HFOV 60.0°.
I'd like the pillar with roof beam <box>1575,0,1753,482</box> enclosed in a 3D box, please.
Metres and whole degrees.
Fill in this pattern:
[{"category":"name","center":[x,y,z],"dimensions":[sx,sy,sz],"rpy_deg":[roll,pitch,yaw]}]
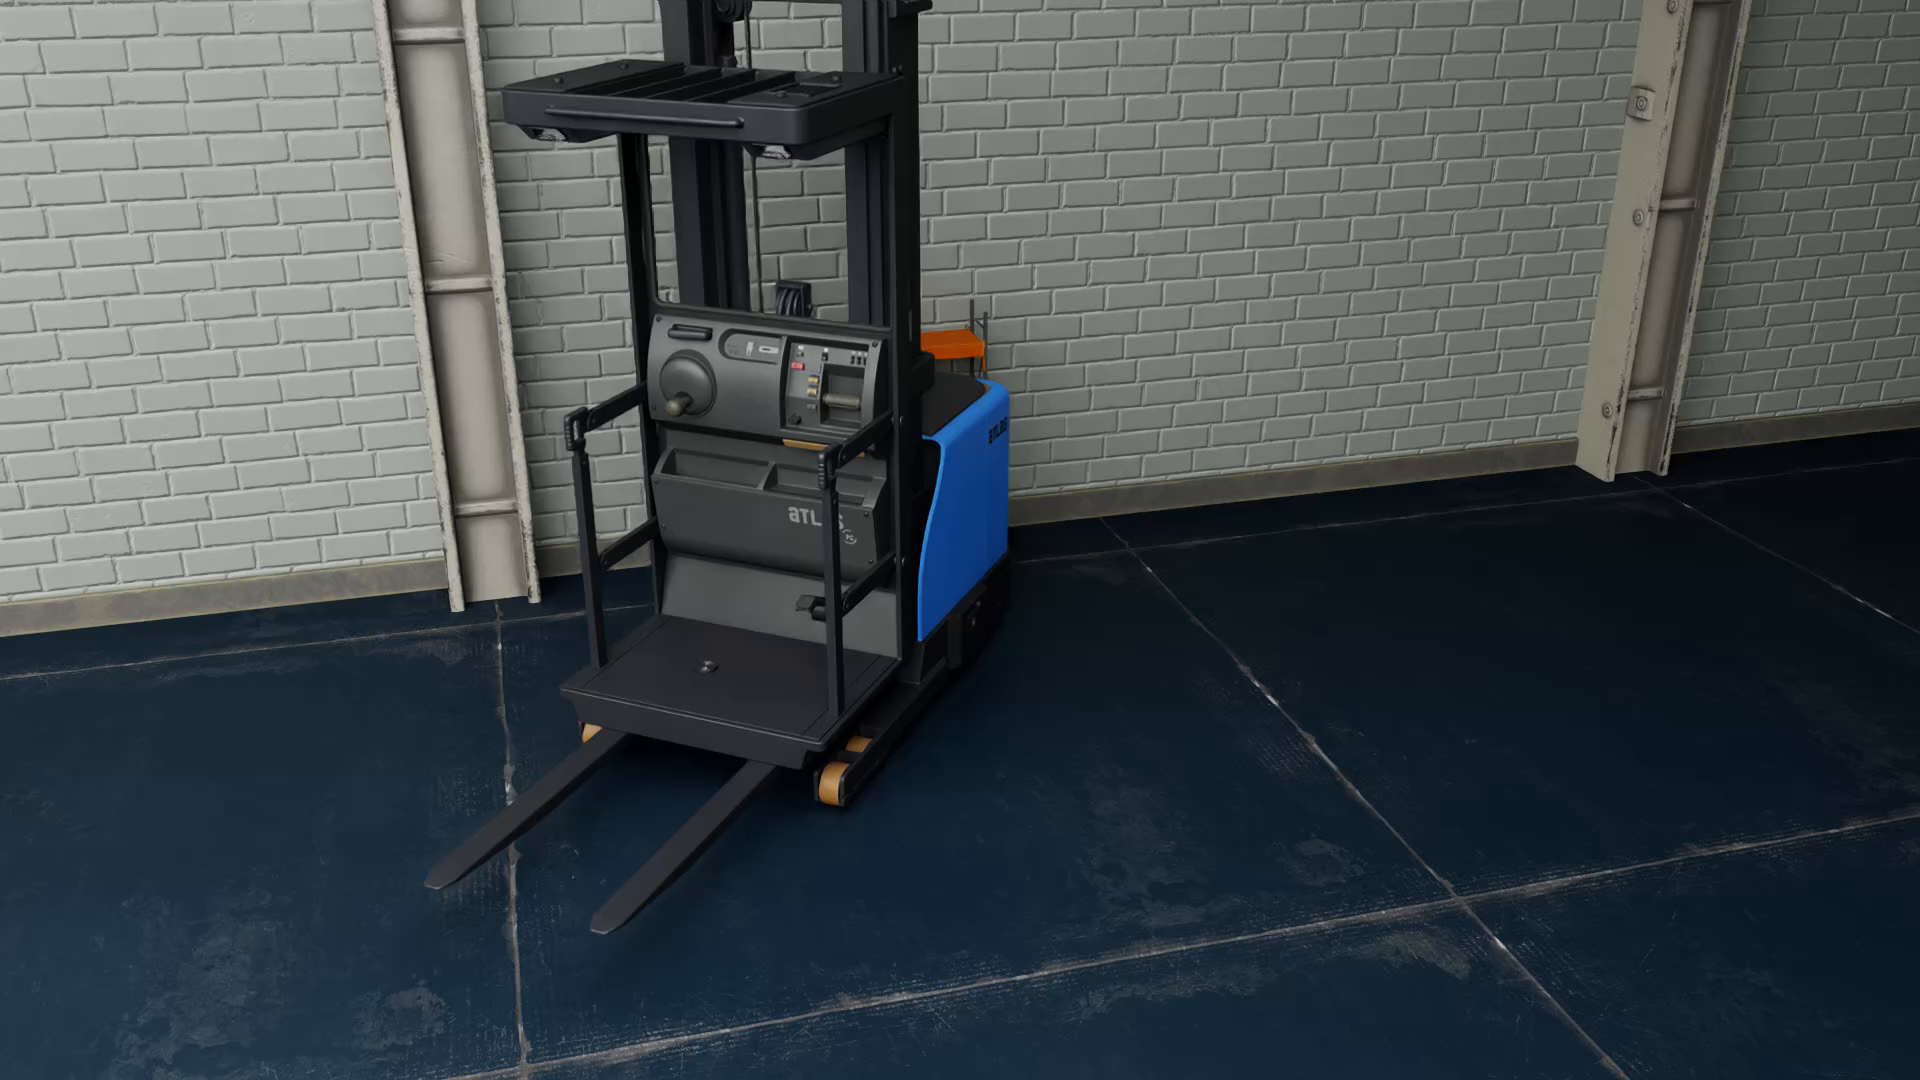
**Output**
[{"category":"pillar with roof beam","center":[4.799,-2.895,3.584],"dimensions":[0.400,9.000,9.100],"rpy_deg":[-6,24,-14]}]

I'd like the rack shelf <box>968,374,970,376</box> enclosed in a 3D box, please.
[{"category":"rack shelf","center":[-0.147,-0.658,7.864],"dimensions":[0.480,0.148,0.258],"rpy_deg":[-7,24,-15]}]

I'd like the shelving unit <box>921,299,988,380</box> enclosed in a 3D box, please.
[{"category":"shelving unit","center":[-0.147,-0.514,7.926],"dimensions":[0.503,1.200,0.258],"rpy_deg":[-7,24,-15]}]

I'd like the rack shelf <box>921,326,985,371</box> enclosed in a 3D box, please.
[{"category":"rack shelf","center":[-0.147,-0.875,7.771],"dimensions":[0.480,0.148,0.258],"rpy_deg":[-7,24,-15]}]

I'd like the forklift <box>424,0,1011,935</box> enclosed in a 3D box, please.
[{"category":"forklift","center":[-0.796,-0.571,5.864],"dimensions":[1.130,2.935,3.031],"rpy_deg":[9,25,20]}]

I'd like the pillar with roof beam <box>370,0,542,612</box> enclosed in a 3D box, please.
[{"category":"pillar with roof beam","center":[-0.978,-2.256,2.094],"dimensions":[0.400,9.000,9.100],"rpy_deg":[-6,24,-14]}]

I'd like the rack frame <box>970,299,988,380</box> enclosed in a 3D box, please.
[{"category":"rack frame","center":[0.087,-0.541,7.988],"dimensions":[0.015,1.200,0.240],"rpy_deg":[-7,24,-15]}]
